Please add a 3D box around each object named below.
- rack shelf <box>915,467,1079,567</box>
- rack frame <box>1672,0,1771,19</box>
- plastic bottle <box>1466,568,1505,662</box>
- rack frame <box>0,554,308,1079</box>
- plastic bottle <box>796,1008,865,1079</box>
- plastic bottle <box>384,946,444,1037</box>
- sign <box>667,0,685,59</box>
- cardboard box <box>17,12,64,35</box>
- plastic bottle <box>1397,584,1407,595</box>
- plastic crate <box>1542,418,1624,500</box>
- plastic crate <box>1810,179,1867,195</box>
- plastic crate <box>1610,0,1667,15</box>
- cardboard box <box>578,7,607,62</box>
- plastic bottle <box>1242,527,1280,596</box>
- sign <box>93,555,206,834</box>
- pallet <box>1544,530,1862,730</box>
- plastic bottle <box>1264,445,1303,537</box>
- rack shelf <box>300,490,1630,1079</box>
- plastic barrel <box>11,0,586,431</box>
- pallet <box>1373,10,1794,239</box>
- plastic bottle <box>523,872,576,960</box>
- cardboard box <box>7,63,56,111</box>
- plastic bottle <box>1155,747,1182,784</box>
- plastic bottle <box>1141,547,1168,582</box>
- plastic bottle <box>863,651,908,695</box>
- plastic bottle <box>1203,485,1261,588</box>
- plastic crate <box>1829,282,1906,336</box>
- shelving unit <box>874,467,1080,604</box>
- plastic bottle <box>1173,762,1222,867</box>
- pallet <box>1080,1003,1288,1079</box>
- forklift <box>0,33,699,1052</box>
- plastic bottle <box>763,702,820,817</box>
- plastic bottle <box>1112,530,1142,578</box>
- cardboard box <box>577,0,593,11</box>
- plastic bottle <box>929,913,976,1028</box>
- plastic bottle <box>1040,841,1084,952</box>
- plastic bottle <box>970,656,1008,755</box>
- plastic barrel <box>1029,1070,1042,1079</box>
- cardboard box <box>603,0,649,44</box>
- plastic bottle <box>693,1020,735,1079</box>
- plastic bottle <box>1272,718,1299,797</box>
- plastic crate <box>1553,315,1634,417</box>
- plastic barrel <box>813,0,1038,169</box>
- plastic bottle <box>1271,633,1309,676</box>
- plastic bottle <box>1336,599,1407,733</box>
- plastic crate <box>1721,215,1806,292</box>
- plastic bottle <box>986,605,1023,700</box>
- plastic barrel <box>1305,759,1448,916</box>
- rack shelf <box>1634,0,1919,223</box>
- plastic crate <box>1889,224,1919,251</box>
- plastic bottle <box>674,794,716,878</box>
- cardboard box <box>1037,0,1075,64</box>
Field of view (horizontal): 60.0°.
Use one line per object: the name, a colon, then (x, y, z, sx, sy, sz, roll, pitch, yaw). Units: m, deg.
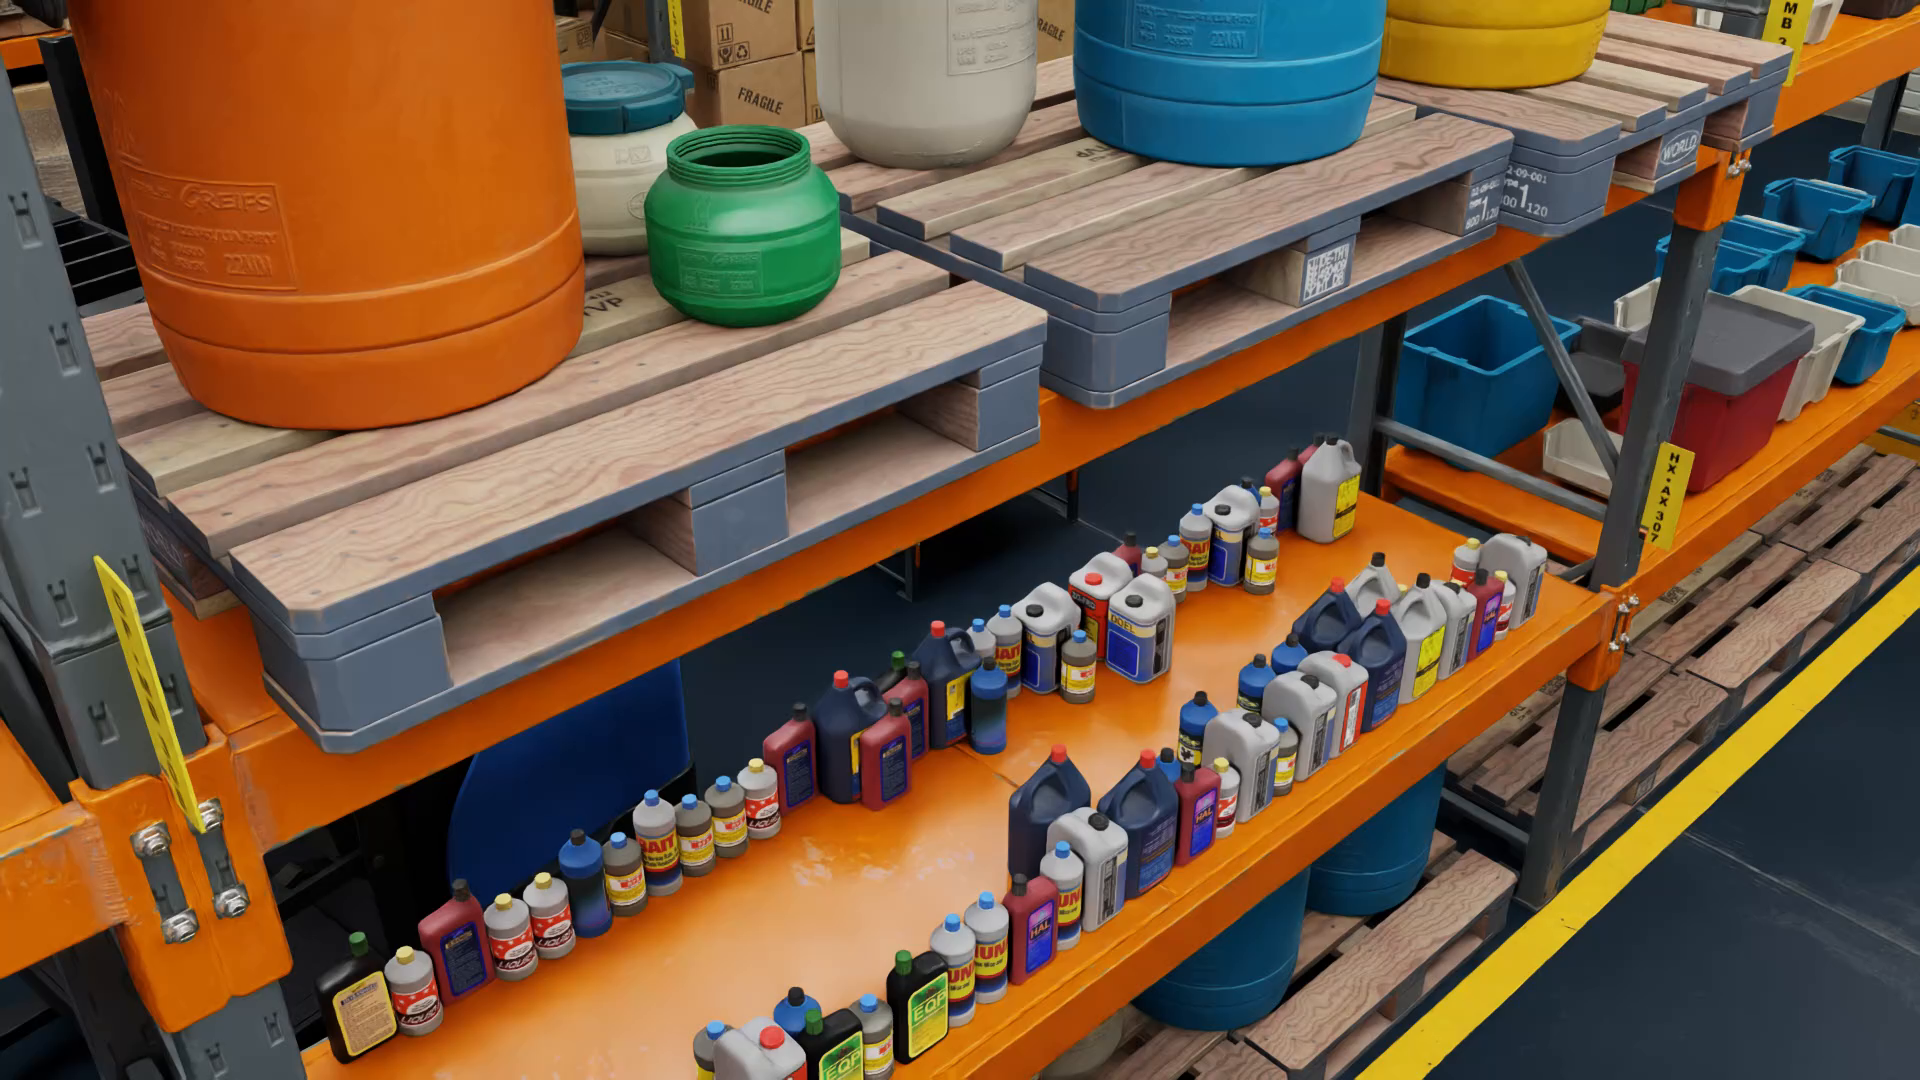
rack shelf: (0.005, -0.274, 7.588, 1.000, 0.278, 0.538, -26, 40, -35)
rack frame: (1.671, -2.778, 3.667, 0.127, 3.000, 1.000, -26, 40, -35)
plastic bottle: (1.463, 0.195, 4.668, 0.133, 0.283, 0.061, -26, 40, -35)
rack frame: (-1.262, 1.201, 2.911, 0.127, 3.000, 1.000, -26, 40, -35)
plastic bottle: (-0.257, 1.026, 3.308, 0.133, 0.283, 0.061, -26, 40, -35)
plastic bottle: (-1.159, 0.945, 3.520, 0.097, 0.201, 0.097, 0, 31, 0)
sign: (-1.314, -2.397, 7.685, 0.005, 0.325, 0.100, -26, 40, -35)
cardboard box: (-5.888, -3.331, 10.543, 0.250, 0.149, 0.380, -26, 40, -35)
plastic bottle: (1.235, 0.218, 4.708, 0.097, 0.201, 0.097, 0, 31, 0)
plastic crate: (2.109, -0.242, 5.465, 0.243, 0.136, 0.396, -26, 40, -35)
plastic crate: (3.908, -1.506, 7.533, 0.298, 0.136, 0.250, -26, 40, -35)
plastic crate: (1.776, -1.673, 4.939, 0.662, 0.188, 0.450, -26, 40, -35)
cardboard box: (-2.944, -4.076, 13.533, 0.500, 0.500, 0.700, -26, 40, -36)
plastic bottle: (0.903, 0.056, 4.974, 0.097, 0.201, 0.097, 0, 31, 0)
sign: (-0.883, 0.173, 1.816, 0.005, 0.325, 0.100, -26, 40, -35)
pallet: (3.079, 0.261, 7.121, 1.213, 0.211, 1.003, -26, 40, -35)
plastic bottle: (1.014, -0.154, 5.239, 0.133, 0.283, 0.061, -26, 40, -35)
rack shelf: (0.204, 0.798, 4.259, 4.000, 0.370, 1.077, -26, 40, -35)
plastic barrel: (-0.844, -0.642, 2.235, 0.708, 0.830, 0.600, -26, 40, -35)
pallet: (1.162, -1.102, 3.982, 1.003, 0.211, 1.213, -26, 40, -35)
plastic bottle: (-0.918, 0.828, 3.710, 0.097, 0.201, 0.097, 0, 31, 0)
cardboard box: (-6.103, -2.673, 10.905, 0.750, 0.750, 0.750, -24, 39, -34)
plastic bottle: (0.490, 0.614, 3.994, 0.097, 0.271, 0.097, 0, 31, 0)
plastic bottle: (0.558, 0.114, 4.878, 0.097, 0.201, 0.097, 0, 31, 0)
plastic bottle: (-0.184, 0.425, 4.291, 0.133, 0.283, 0.061, -26, 40, -35)
plastic bottle: (0.804, -0.017, 5.022, 0.135, 0.276, 0.152, -26, 40, -35)
plastic crate: (3.515, -0.874, 6.499, 0.250, 0.136, 0.298, -26, 40, -35)
shelving unit: (0.005, -0.482, 7.460, 1.048, 1.125, 0.538, -26, 40, -35)
plastic bottle: (0.557, 0.633, 3.951, 0.133, 0.283, 0.061, -26, 40, -35)
pallet: (0.182, 1.664, 4.826, 1.213, 0.211, 1.003, -26, 40, -35)
forklift: (-2.246, 0.238, 4.552, 1.130, 2.935, 3.031, 22, 38, 32)
plastic bottle: (-0.418, 0.538, 4.106, 0.133, 0.283, 0.061, -26, 40, -35)
plastic bottle: (0.461, 0.113, 4.801, 0.133, 0.283, 0.061, -26, 40, -35)
cardboard box: (-3.176, -4.382, 13.413, 0.250, 0.149, 0.380, -25, 40, -35)
plastic bottle: (-0.015, 0.902, 3.523, 0.097, 0.271, 0.097, 0, 31, 0)
plastic bottle: (0.225, 0.785, 3.714, 0.097, 0.271, 0.097, 0, 31, 0)
plastic bottle: (0.075, 0.421, 4.310, 0.097, 0.271, 0.097, 0, 31, 0)
plastic barrel: (-0.087, 1.470, 4.380, 0.708, 0.588, 0.600, -26, 40, -35)
cardboard box: (-1.500, -2.862, 8.501, 0.500, 0.500, 0.500, -26, 40, -35)
plastic bottle: (-0.484, 1.050, 3.348, 0.097, 0.201, 0.097, 0, 31, 0)
plastic bottle: (0.799, 0.538, 4.186, 0.097, 0.201, 0.097, 0, 31, 0)
plastic crate: (2.309, -0.626, 6.105, 0.590, 0.125, 0.437, -26, 40, -35)
plastic barrel: (-0.065, -1.003, 3.106, 0.433, 0.535, 0.433, 0, 31, 0)
plastic bottle: (0.865, 0.367, 4.397, 0.097, 0.271, 0.097, 0, 31, 0)
plastic bottle: (1.084, 0.320, 4.399, 0.185, 0.351, 0.144, -26, 40, -35)
plastic crate: (3.234, -1.163, 6.879, 0.300, 0.233, 0.416, -26, 40, -35)
plastic bottle: (0.120, 0.296, 4.513, 0.097, 0.271, 0.097, 0, 31, 0)
plastic barrel: (1.260, 0.684, 5.365, 0.708, 0.901, 0.600, -26, 40, -35)
rack shelf: (3.137, -1.900, 5.797, 4.000, 0.370, 1.077, -26, 40, -35)
plastic crate: (4.129, -1.192, 7.019, 0.243, 0.136, 0.396, -26, 40, -35)
plastic bottle: (-0.633, 0.690, 3.936, 0.097, 0.201, 0.097, 0, 31, 0)
cardboard box: (0.348, -2.953, 9.608, 0.500, 0.500, 0.500, -25, 40, -35)
